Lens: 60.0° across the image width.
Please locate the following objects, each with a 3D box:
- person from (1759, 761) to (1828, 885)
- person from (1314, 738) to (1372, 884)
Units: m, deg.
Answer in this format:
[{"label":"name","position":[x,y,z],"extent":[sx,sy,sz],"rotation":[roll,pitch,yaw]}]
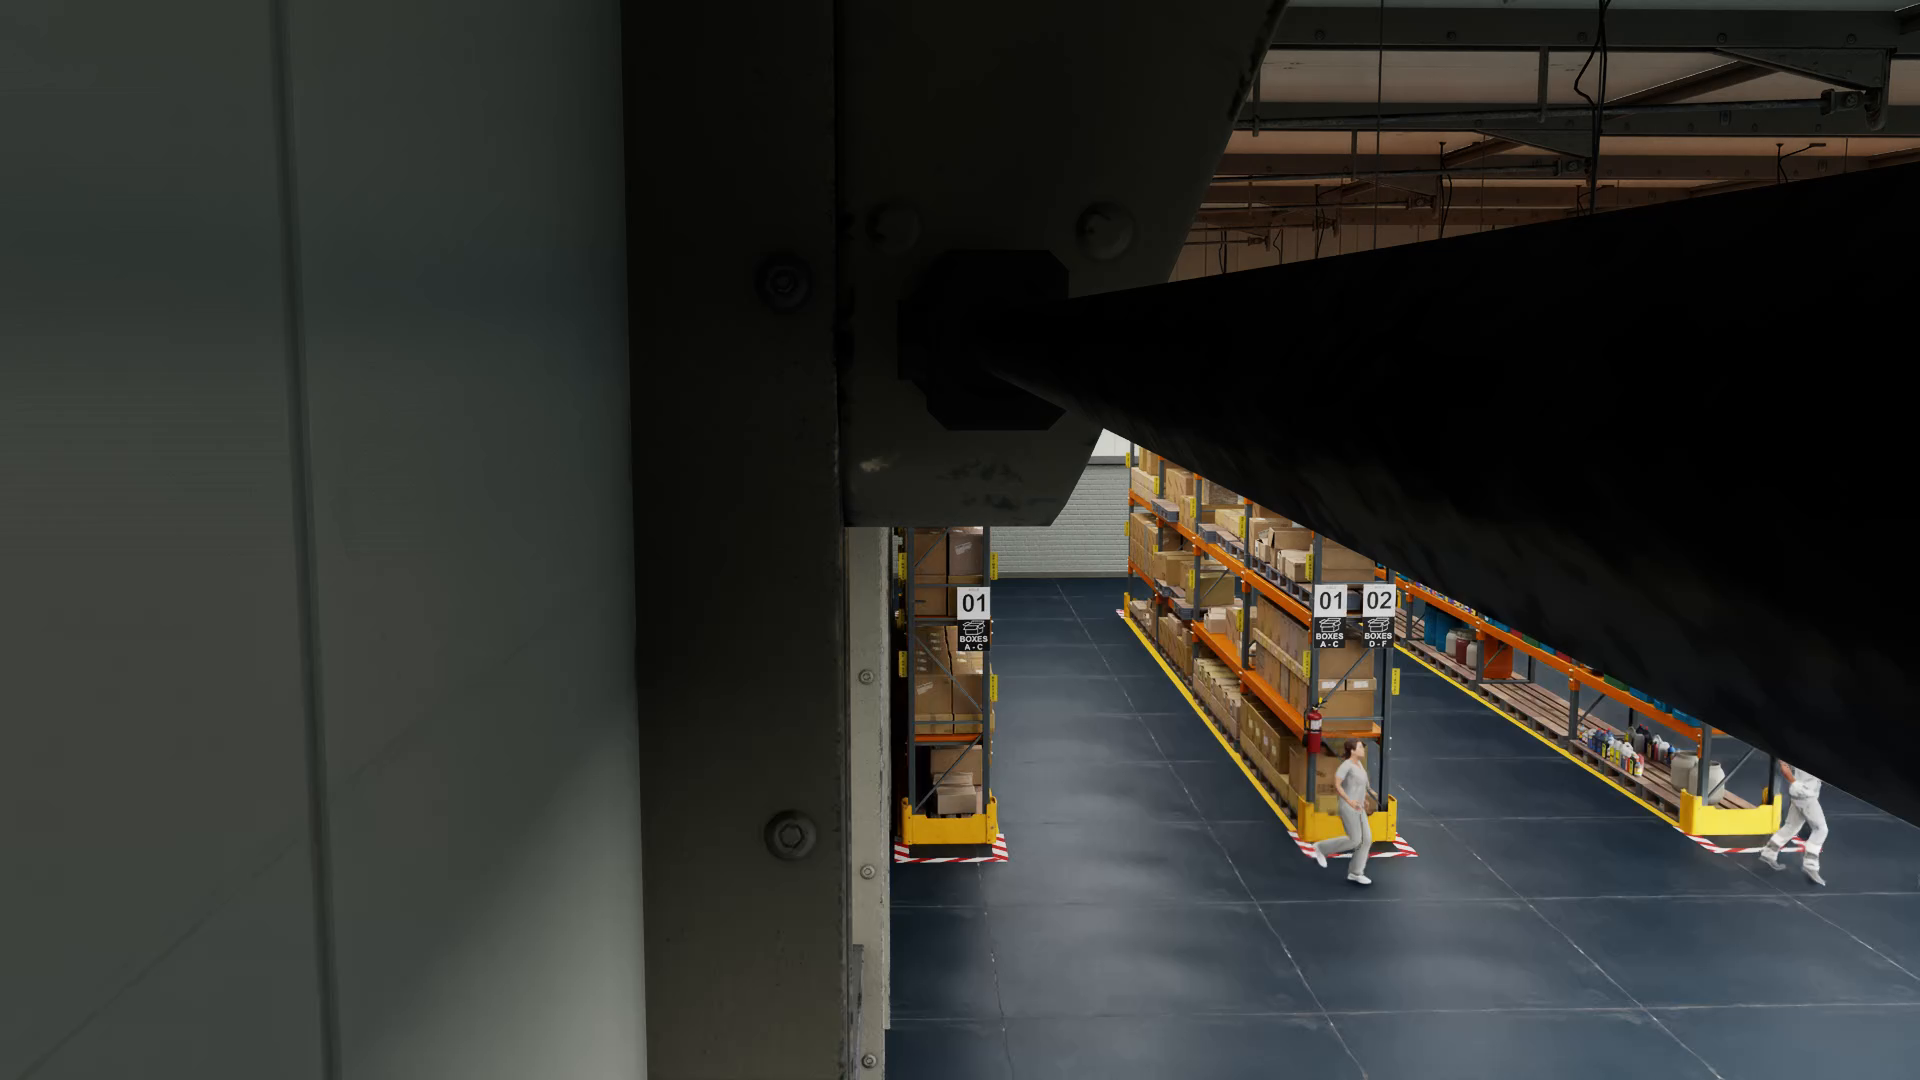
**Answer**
[{"label":"person","position":[9.729,2.994,19.264],"extent":[0.757,1.824,0.657],"rotation":[4,9,31]},{"label":"person","position":[4.527,3.079,19.211],"extent":[0.727,1.605,0.613],"rotation":[6,9,37]}]
